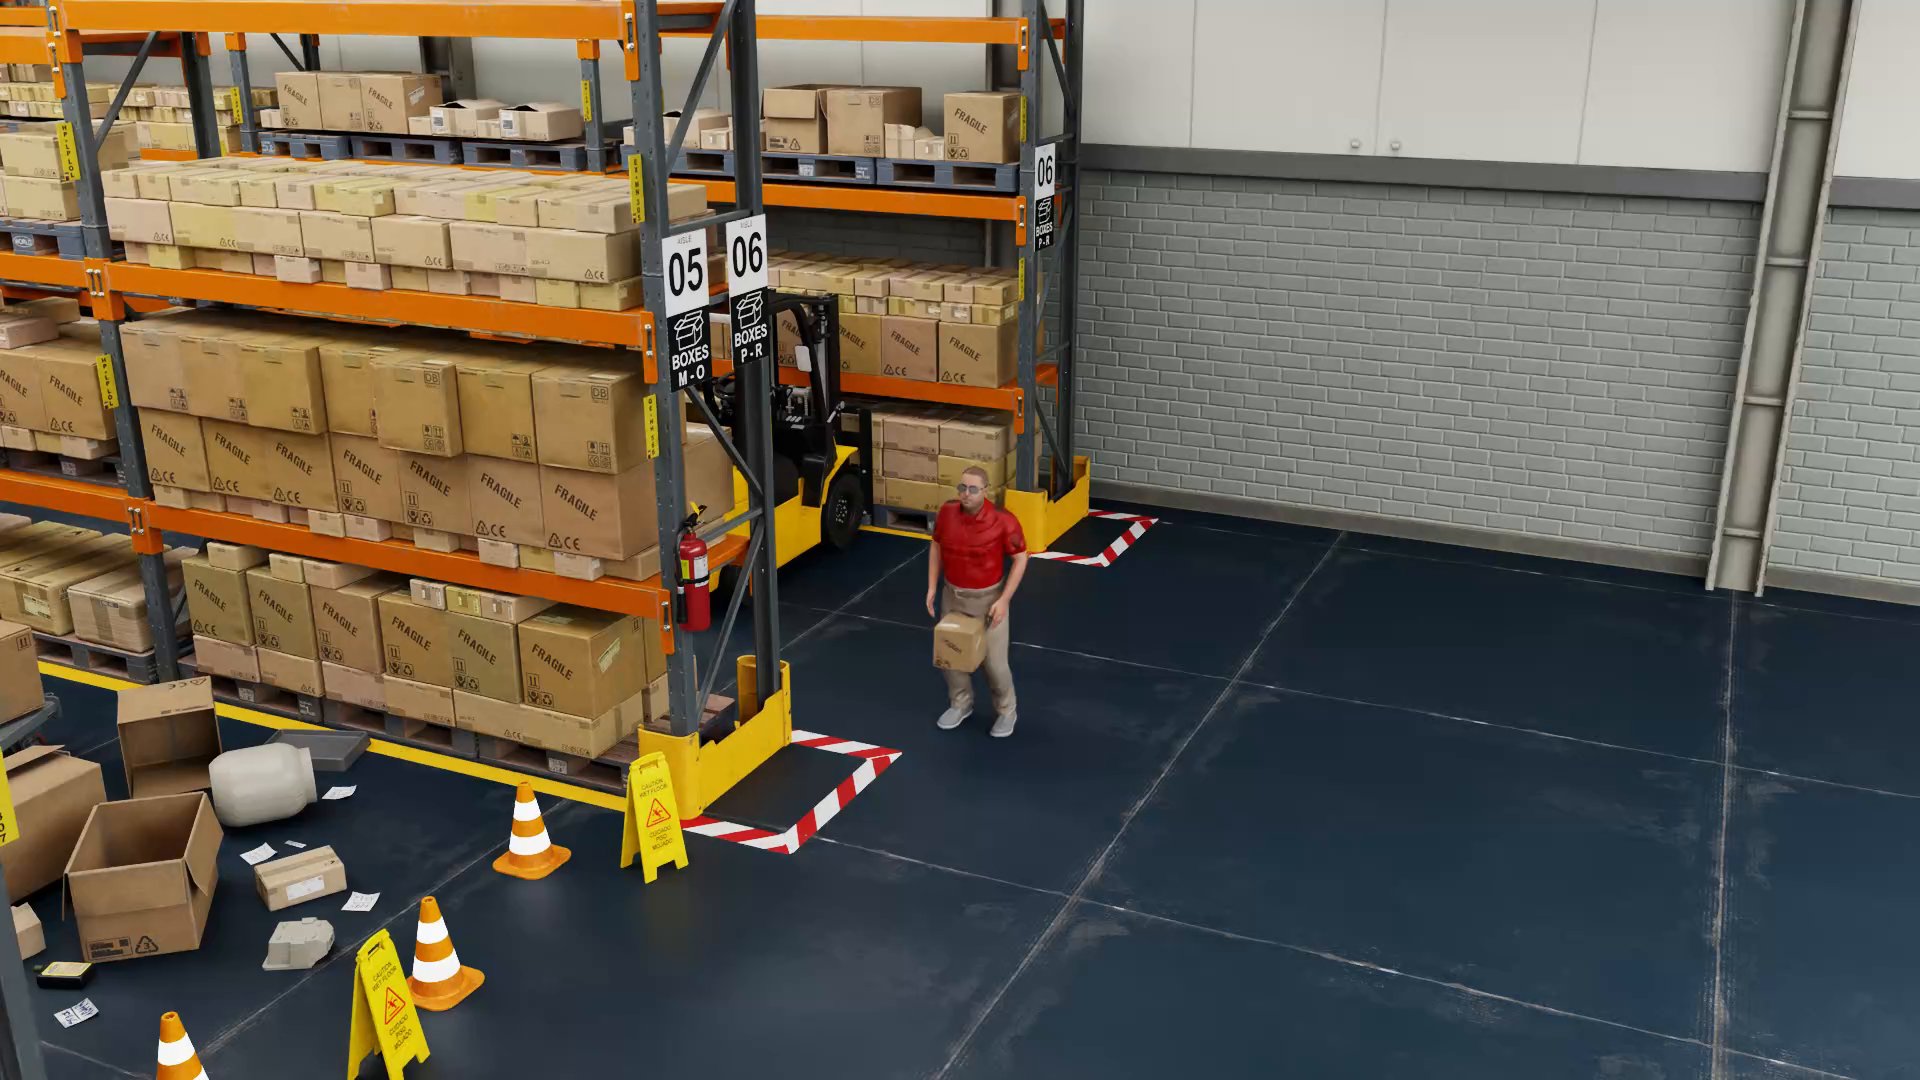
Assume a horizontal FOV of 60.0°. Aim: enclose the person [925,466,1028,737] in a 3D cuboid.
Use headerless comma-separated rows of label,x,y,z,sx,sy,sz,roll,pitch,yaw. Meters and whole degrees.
person,0.097,0.366,10.062,0.629,1.703,0.458,9,21,25
